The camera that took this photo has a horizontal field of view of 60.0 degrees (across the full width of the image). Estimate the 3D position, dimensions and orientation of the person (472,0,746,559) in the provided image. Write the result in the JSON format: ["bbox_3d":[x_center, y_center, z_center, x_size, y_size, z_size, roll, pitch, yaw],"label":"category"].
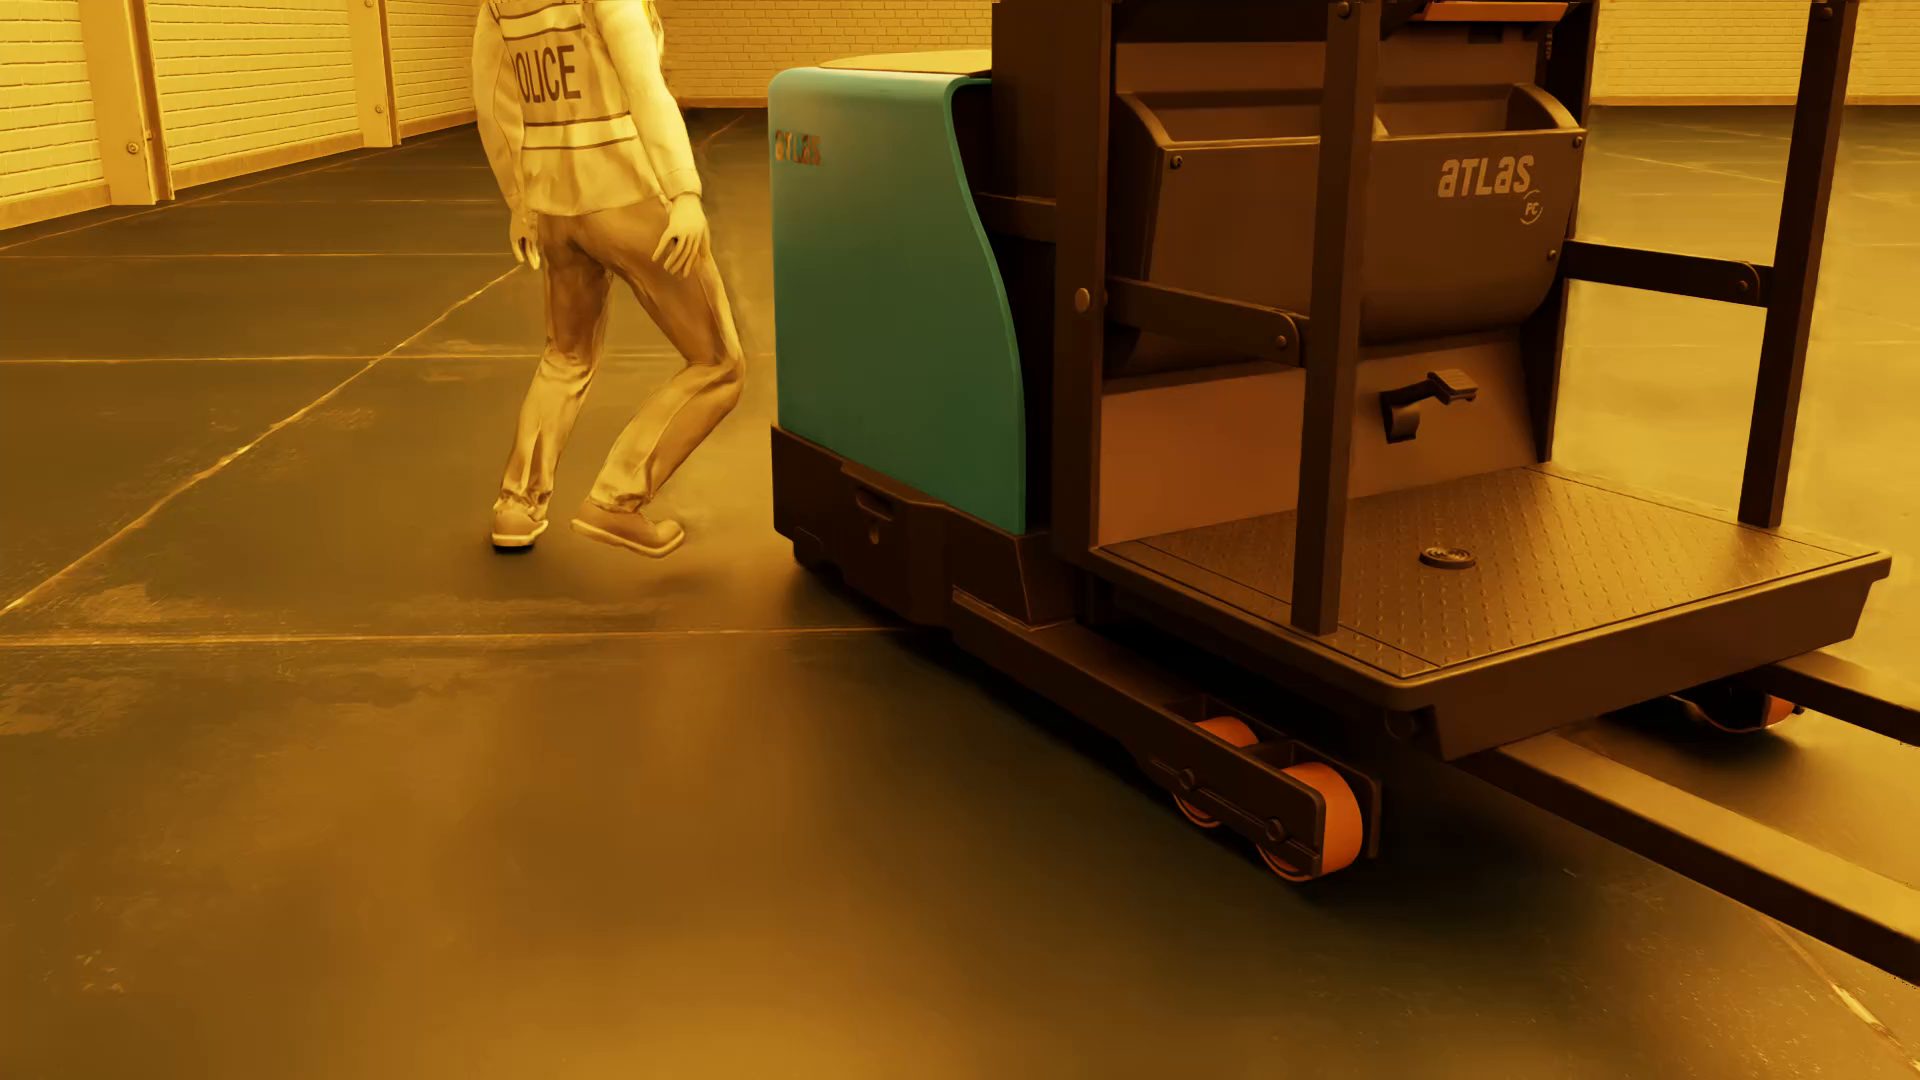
[{"bbox_3d":[-0.782,-0.719,3.595,0.817,1.587,0.460,16,23,41],"label":"person"}]

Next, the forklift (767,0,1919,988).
[{"bbox_3d":[0.771,-1.075,2.421,1.130,2.935,3.031,-10,20,-30],"label":"forklift"}]
